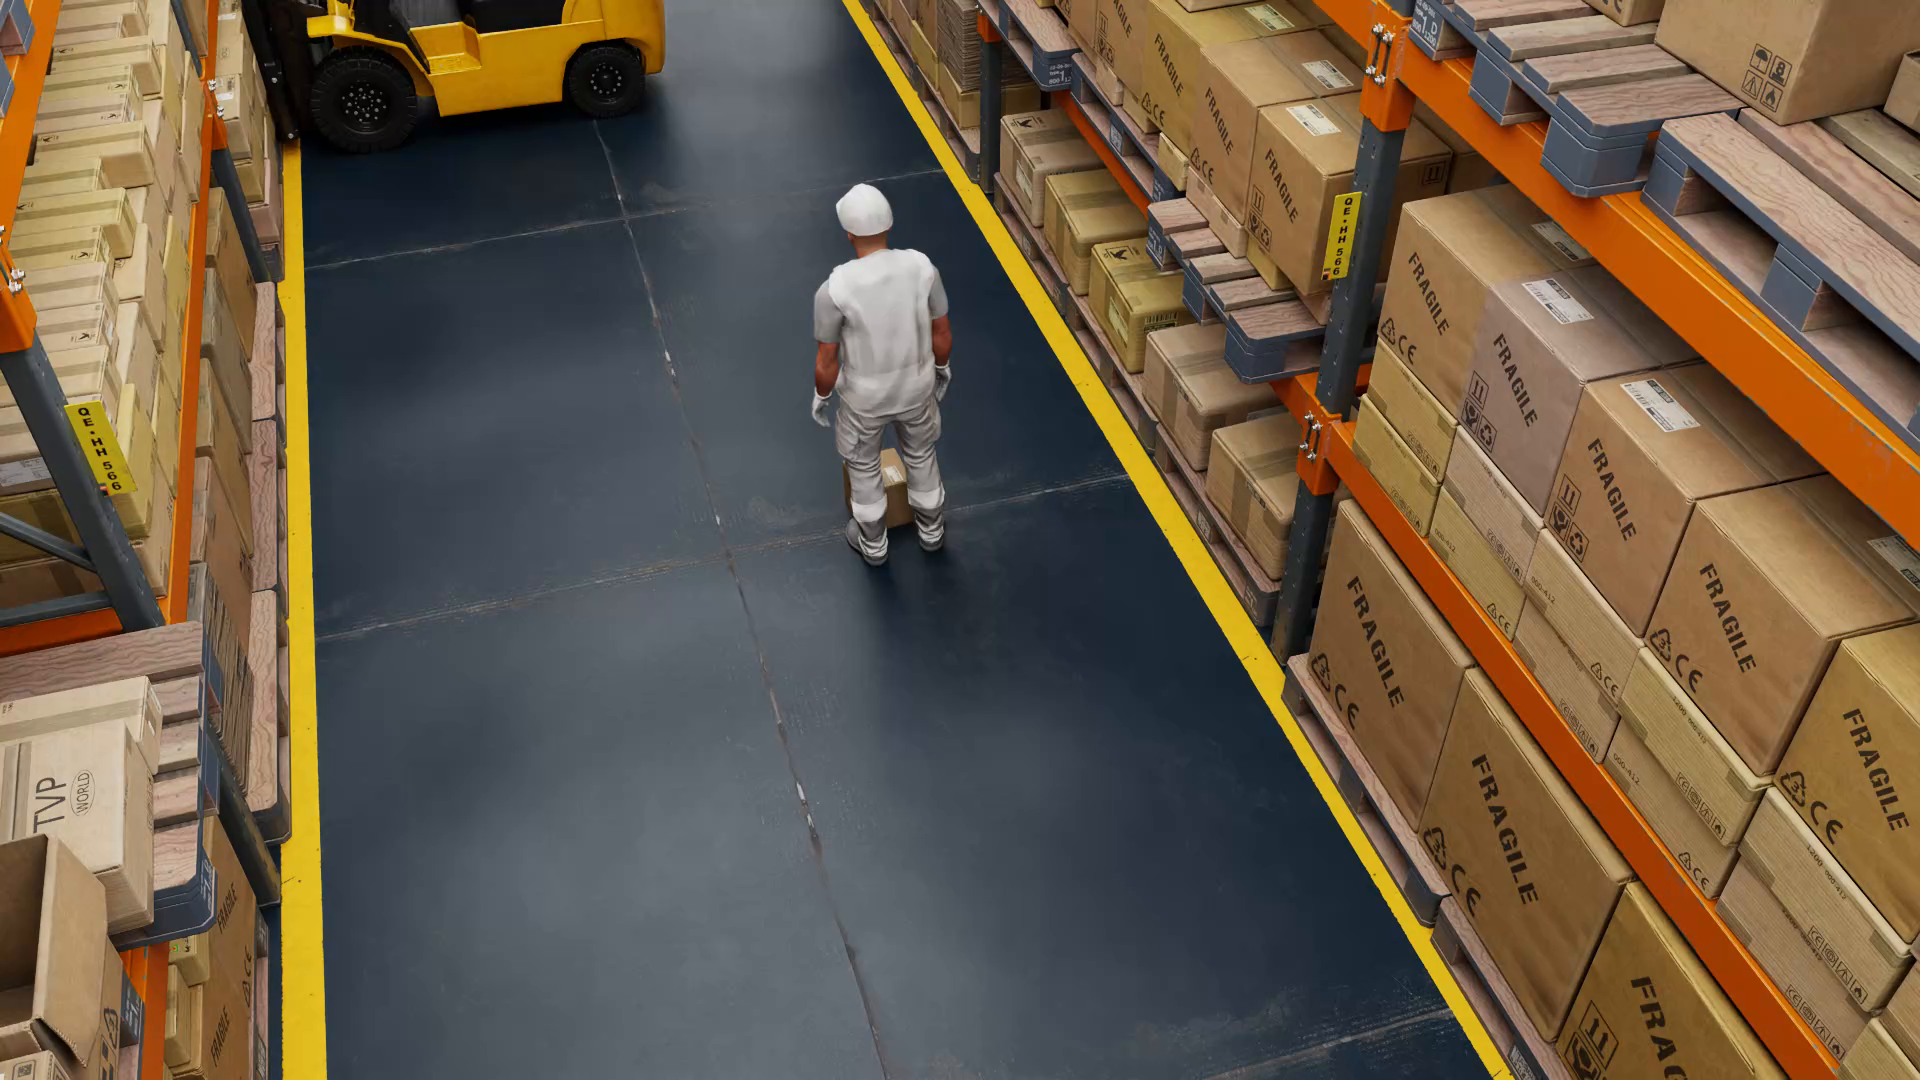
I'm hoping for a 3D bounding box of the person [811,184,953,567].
[{"bbox_3d":[-0.320,-0.641,6.864,0.619,1.779,0.448,-14,44,-15],"label":"person"}]
